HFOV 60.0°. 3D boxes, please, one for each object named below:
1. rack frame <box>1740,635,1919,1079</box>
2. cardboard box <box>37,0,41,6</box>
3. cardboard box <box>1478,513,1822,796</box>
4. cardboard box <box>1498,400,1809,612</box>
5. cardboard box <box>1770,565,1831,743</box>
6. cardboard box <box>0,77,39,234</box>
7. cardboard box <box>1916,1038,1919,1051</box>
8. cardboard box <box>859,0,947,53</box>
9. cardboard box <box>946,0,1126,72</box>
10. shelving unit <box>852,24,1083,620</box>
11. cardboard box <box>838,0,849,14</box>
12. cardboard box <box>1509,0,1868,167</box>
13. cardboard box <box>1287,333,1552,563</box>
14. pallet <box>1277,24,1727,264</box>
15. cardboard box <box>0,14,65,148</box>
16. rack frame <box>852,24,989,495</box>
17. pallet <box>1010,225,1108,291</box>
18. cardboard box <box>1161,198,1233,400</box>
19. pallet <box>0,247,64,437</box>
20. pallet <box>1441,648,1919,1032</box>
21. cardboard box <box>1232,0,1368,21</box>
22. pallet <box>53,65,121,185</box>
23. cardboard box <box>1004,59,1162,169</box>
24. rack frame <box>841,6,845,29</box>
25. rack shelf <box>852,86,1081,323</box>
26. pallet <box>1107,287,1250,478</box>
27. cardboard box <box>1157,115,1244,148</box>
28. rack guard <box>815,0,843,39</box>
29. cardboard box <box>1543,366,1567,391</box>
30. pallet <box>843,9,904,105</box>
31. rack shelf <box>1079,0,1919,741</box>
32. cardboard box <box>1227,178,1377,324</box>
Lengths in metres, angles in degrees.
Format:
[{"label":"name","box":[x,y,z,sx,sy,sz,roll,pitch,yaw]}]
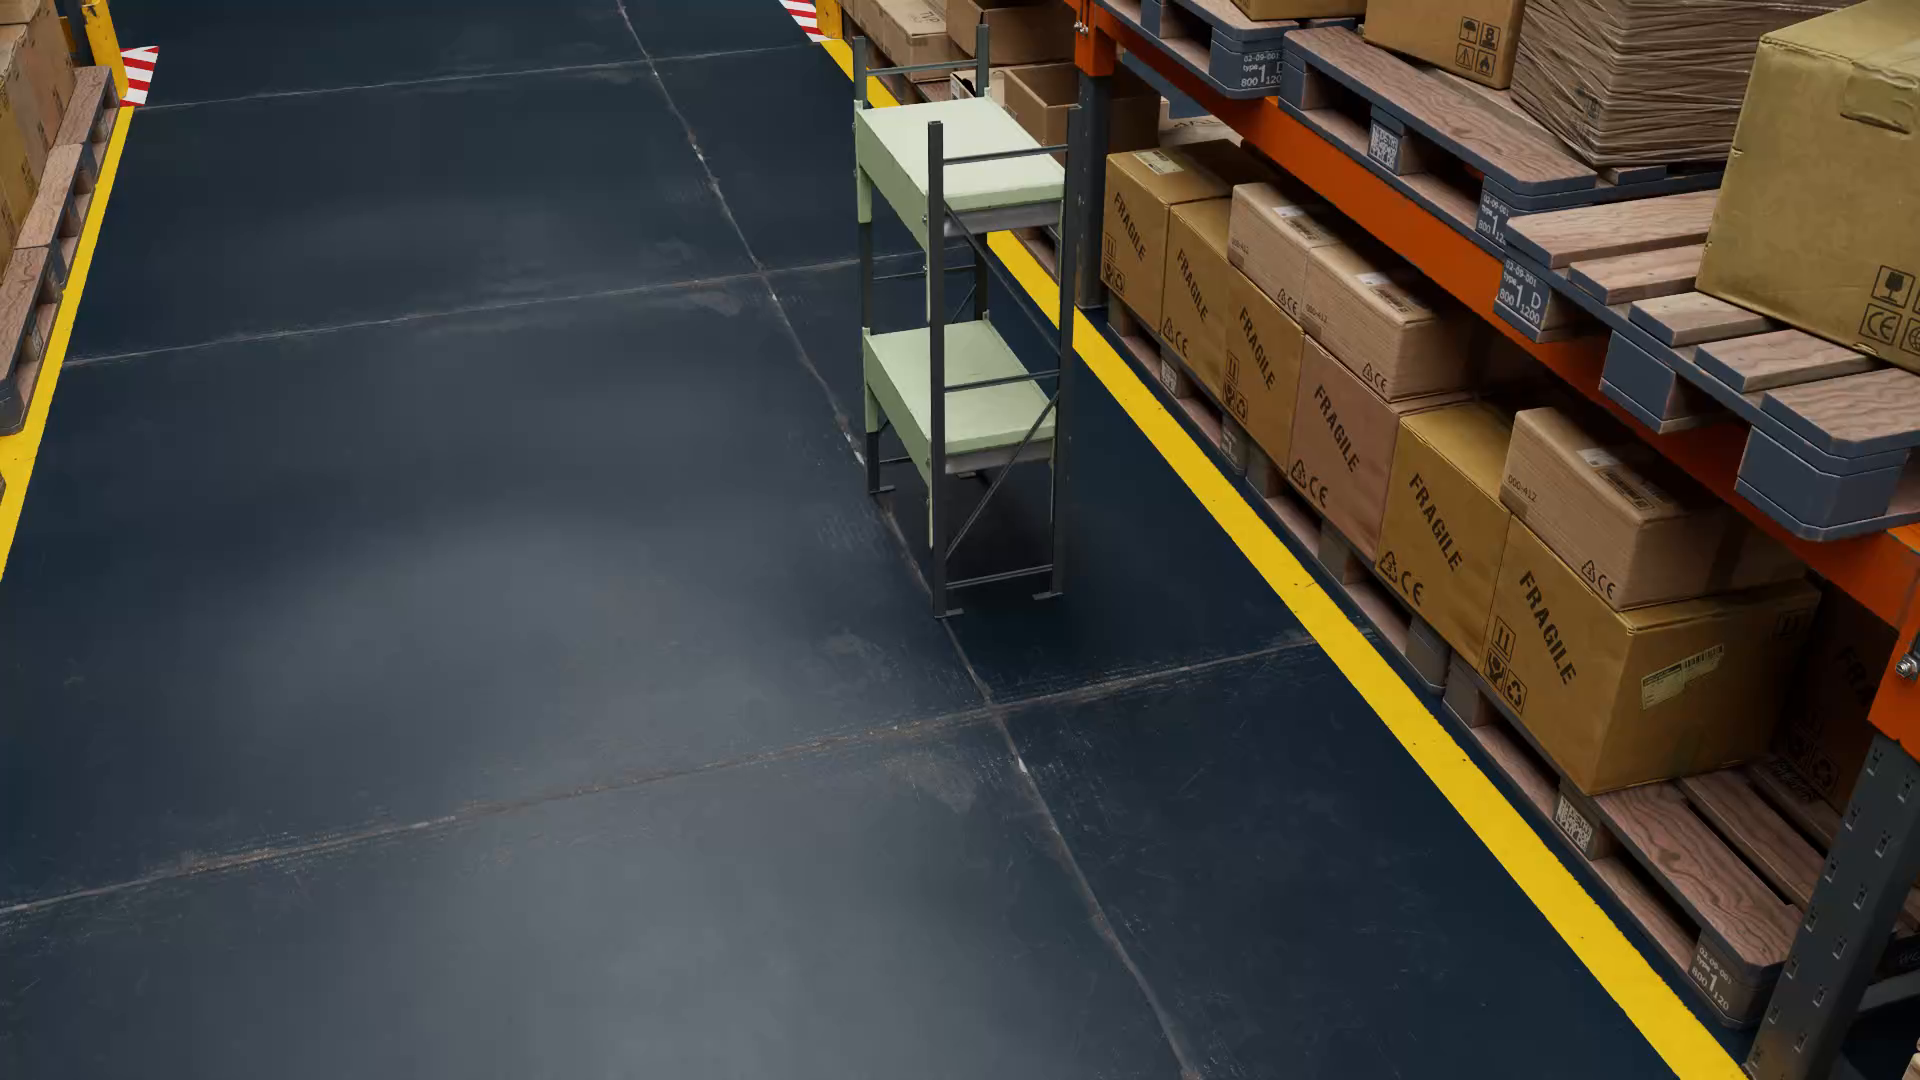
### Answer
[{"label":"rack frame","box":[2.159,-0.175,2.795,1.000,3.000,0.127,-10,35,-15]},{"label":"cardboard box","box":[-4.476,-2.556,7.696,0.380,0.149,0.250,-10,35,-15]},{"label":"cardboard box","box":[1.650,0.232,4.046,0.500,0.500,0.500,-9,34,-13]},{"label":"cardboard box","box":[1.629,-0.109,3.883,0.500,0.250,0.500,-9,34,-13]},{"label":"cardboard box","box":[2.127,0.123,4.211,0.500,0.500,0.500,-11,35,-16]},{"label":"cardboard box","box":[-4.213,-1.517,6.711,0.700,0.500,0.500,-9,35,-14]},{"label":"cardboard box","box":[2.039,0.887,2.791,0.500,0.311,0.500,-9,34,-13]},{"label":"cardboard box","box":[-0.233,-2.816,8.886,0.500,0.250,0.500,-10,35,-15]},{"label":"cardboard box","box":[0.361,-2.403,8.031,0.797,0.503,0.637,-10,35,-15]},{"label":"shelving unit","box":[0.002,-0.622,4.831,0.431,1.500,0.755,-10,35,-15]},{"label":"cardboard box","box":[-0.481,-3.092,9.396,0.380,0.149,0.250,-10,35,-15]},{"label":"cardboard box","box":[1.762,-1.216,3.898,0.700,0.500,0.500,-4,34,-6]},{"label":"cardboard box","box":[1.327,-0.314,4.873,0.500,0.500,0.500,-11,35,-17]},{"label":"pallet","box":[1.561,-1.116,4.392,1.003,0.211,1.213,-10,35,-15]},{"label":"cardboard box","box":[-4.536,-2.060,7.532,0.700,0.500,0.500,-10,35,-15]},{"label":"rack frame","box":[-0.110,-0.814,5.122,0.400,1.500,0.023,-10,35,-15]},{"label":"pallet","box":[0.730,-1.473,7.288,1.003,0.211,1.213,-10,35,-15]},{"label":"cardboard box","box":[1.028,-0.843,5.673,0.500,0.500,0.500,-10,35,-14]},{"label":"pallet","box":[-3.935,-0.690,6.102,1.003,0.211,1.213,-10,35,-15]},{"label":"pallet","box":[1.967,0.590,4.166,1.003,0.211,1.213,-10,35,-15]},{"label":"cardboard box","box":[1.140,-1.856,4.866,0.700,0.500,0.500,-5,34,-7]},{"label":"pallet","box":[-4.679,-1.971,8.041,1.003,0.211,1.213,-10,35,-15]},{"label":"cardboard box","box":[0.495,-1.668,6.921,0.500,0.500,0.500,-10,35,-15]},{"label":"rack frame","box":[-0.281,-4.376,9.151,1.000,3.000,0.127,-10,35,-15]},{"label":"rack shelf","box":[0.002,-0.948,4.616,0.431,0.370,0.720,-10,35,-15]},{"label":"pallet","box":[1.223,-0.691,6.105,1.003,0.211,1.213,-10,35,-15]},{"label":"cardboard box","box":[1.017,-1.594,6.981,0.500,0.311,0.500,-10,35,-15]},{"label":"rack guard","box":[-0.258,-3.293,9.780,1.175,0.500,0.348,-10,35,-15]},{"label":"cardboard box","box":[1.815,-0.414,5.025,0.500,0.500,0.500,-11,35,-16]},{"label":"pallet","box":[-0.014,-2.754,9.226,1.003,0.211,1.213,-10,35,-15]},{"label":"rack shelf","box":[1.549,-0.925,4.582,1.077,0.370,4.000,-10,35,-15]},{"label":"cardboard box","box":[1.159,-0.909,5.093,0.500,0.250,0.500,-10,35,-15]}]
